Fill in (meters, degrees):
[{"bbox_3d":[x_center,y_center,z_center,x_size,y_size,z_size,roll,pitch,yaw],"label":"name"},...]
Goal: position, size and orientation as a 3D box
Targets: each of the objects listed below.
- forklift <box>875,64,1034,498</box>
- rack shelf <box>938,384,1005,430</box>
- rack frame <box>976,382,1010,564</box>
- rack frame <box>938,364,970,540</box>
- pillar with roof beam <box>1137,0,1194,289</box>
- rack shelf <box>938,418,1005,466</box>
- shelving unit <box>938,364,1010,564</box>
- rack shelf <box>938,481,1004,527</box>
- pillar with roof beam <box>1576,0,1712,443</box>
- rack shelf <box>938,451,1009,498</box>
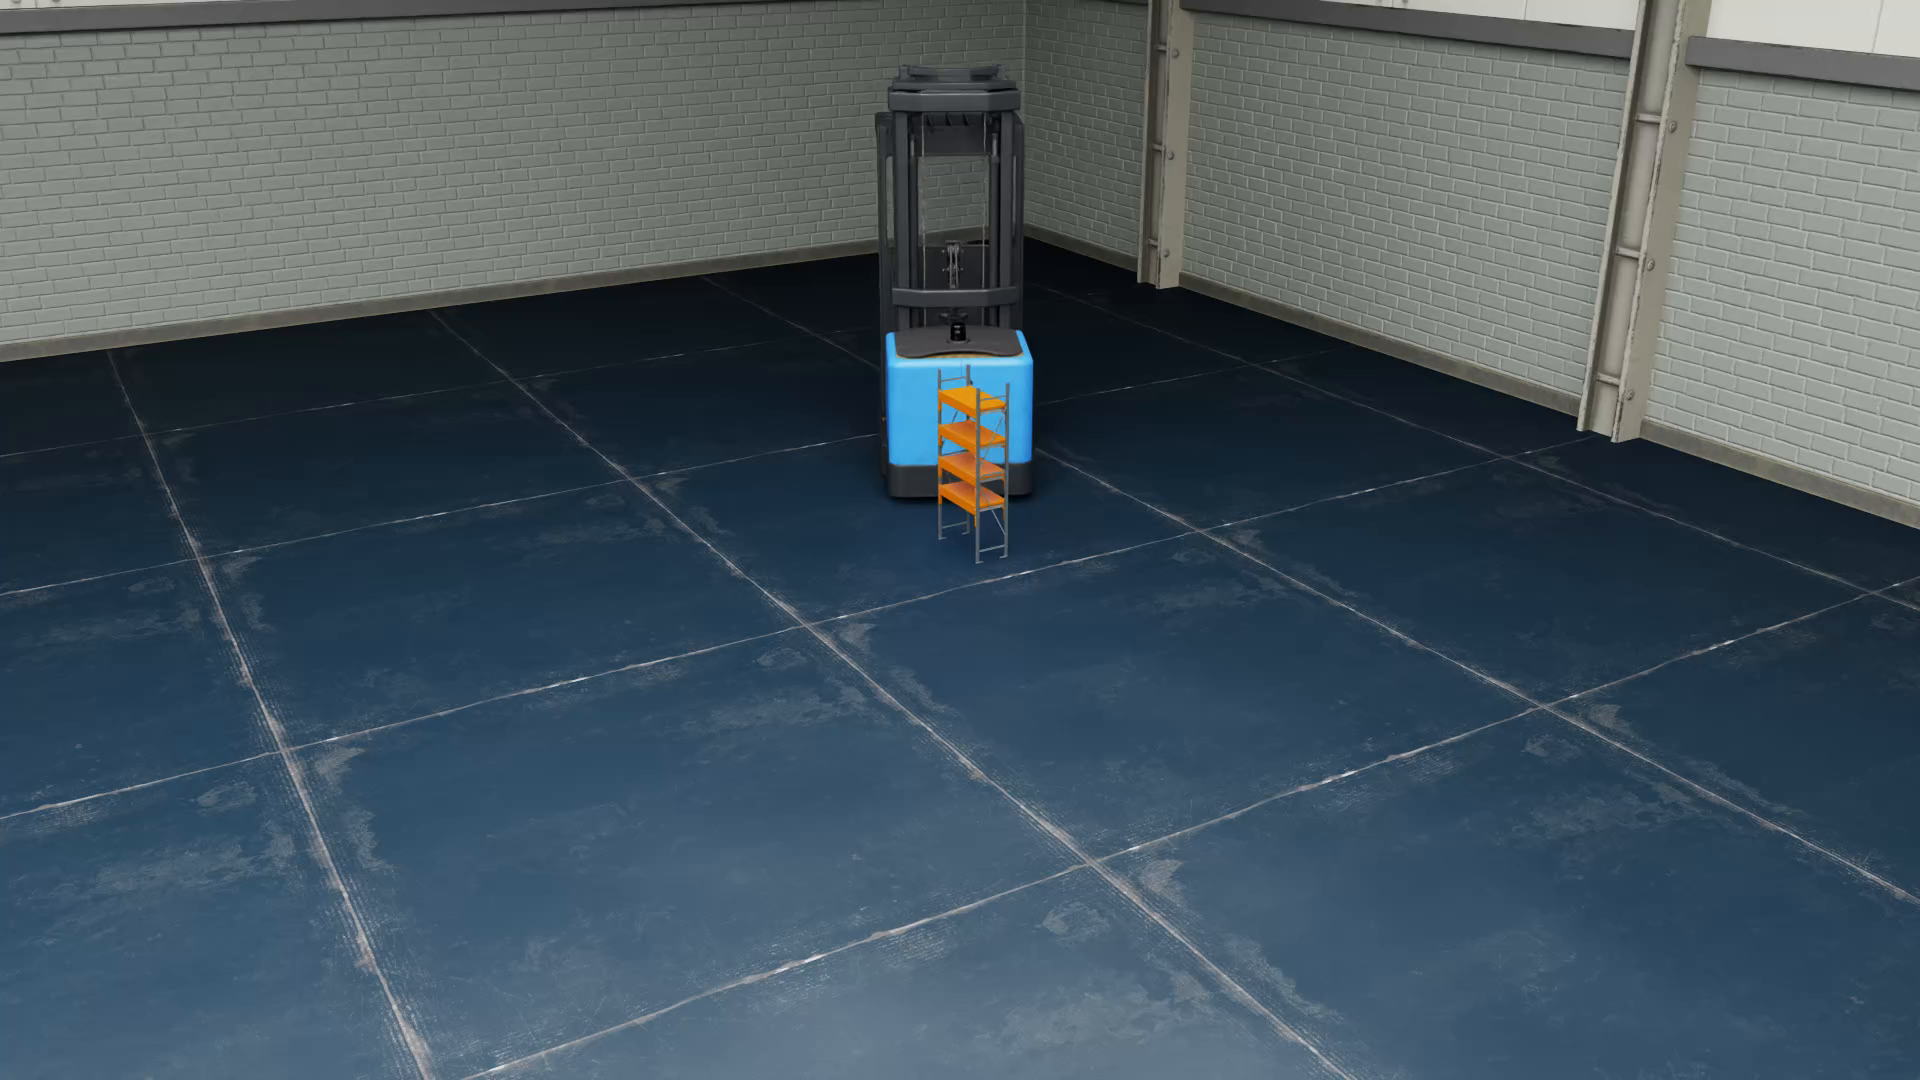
[{"bbox_3d":[-0.084,-2.172,12.763,1.130,2.935,3.031,-1,22,-3],"label":"forklift"},{"bbox_3d":[0.085,-0.866,10.806,0.258,0.148,0.480,-13,25,-28],"label":"rack shelf"},{"bbox_3d":[0.209,-0.423,10.759,0.240,1.200,0.015,-13,25,-28],"label":"rack frame"},{"bbox_3d":[-0.040,-0.581,11.148,0.240,1.200,0.015,-13,25,-28],"label":"rack frame"},{"bbox_3d":[-1.524,-6.148,14.486,9.100,9.000,0.400,-13,25,-28],"label":"pillar with roof beam"},{"bbox_3d":[0.085,-0.647,10.895,0.258,0.148,0.480,-13,25,-28],"label":"rack shelf"},{"bbox_3d":[0.085,-0.502,10.954,0.258,1.200,0.503,-13,25,-28],"label":"shelving unit"},{"bbox_3d":[0.085,-0.256,11.054,0.258,0.148,0.480,-13,25,-28],"label":"rack shelf"},{"bbox_3d":[1.541,-4.206,9.707,9.100,9.000,0.400,-13,25,-28],"label":"pillar with roof beam"},{"bbox_3d":[0.085,-0.440,10.979,0.258,0.148,0.480,-13,25,-28],"label":"rack shelf"}]
